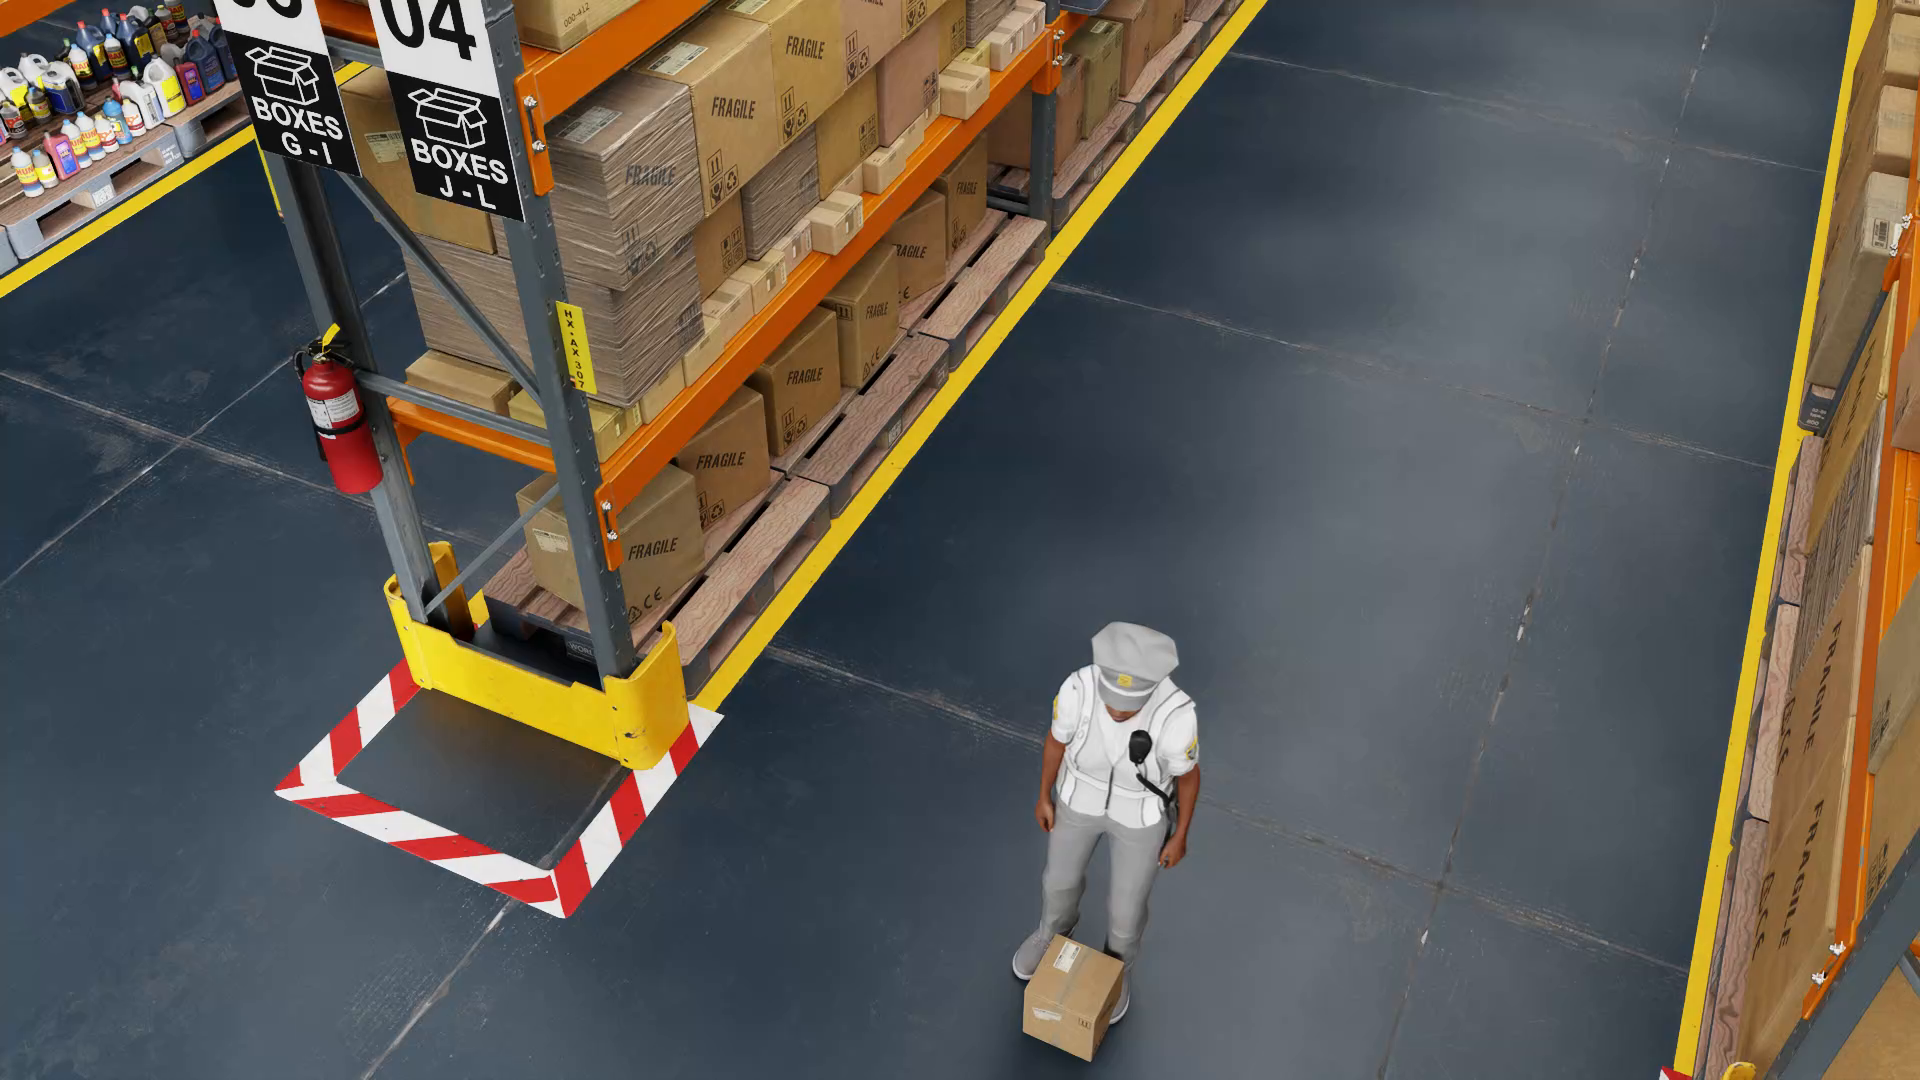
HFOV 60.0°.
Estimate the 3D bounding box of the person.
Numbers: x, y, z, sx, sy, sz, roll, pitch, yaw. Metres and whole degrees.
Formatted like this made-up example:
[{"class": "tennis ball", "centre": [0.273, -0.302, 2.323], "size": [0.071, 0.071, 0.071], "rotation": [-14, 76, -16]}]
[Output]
[{"class": "person", "centre": [0.462, 0.863, 5.210], "size": [0.528, 1.658, 0.428], "rotation": [15, 44, 16]}]
